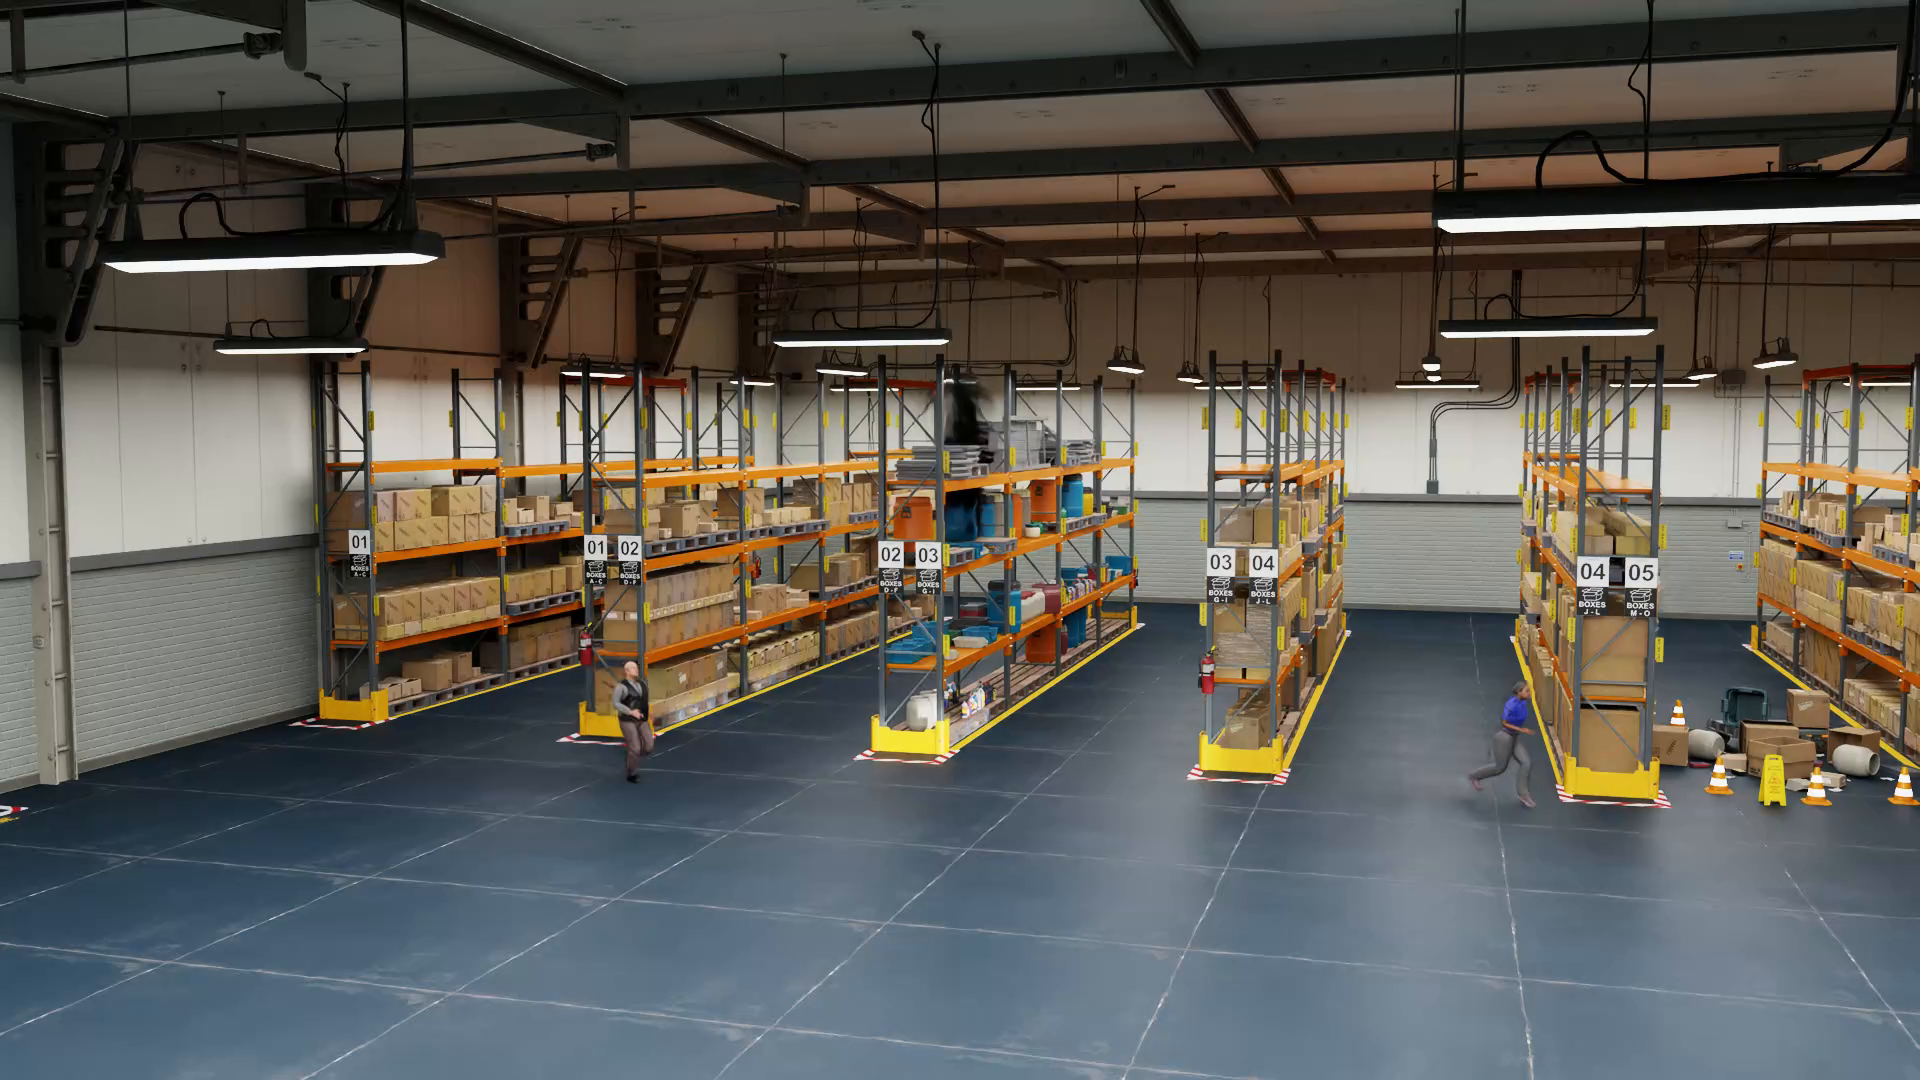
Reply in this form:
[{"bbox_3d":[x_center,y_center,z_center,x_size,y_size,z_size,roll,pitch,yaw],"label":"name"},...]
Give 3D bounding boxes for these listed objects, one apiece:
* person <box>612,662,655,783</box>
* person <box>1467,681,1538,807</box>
[{"bbox_3d":[-4.513,2.523,23.067,0.579,1.680,0.659,3,5,39],"label":"person"},{"bbox_3d":[7.166,2.653,21.894,0.951,1.647,0.615,3,5,38],"label":"person"}]
